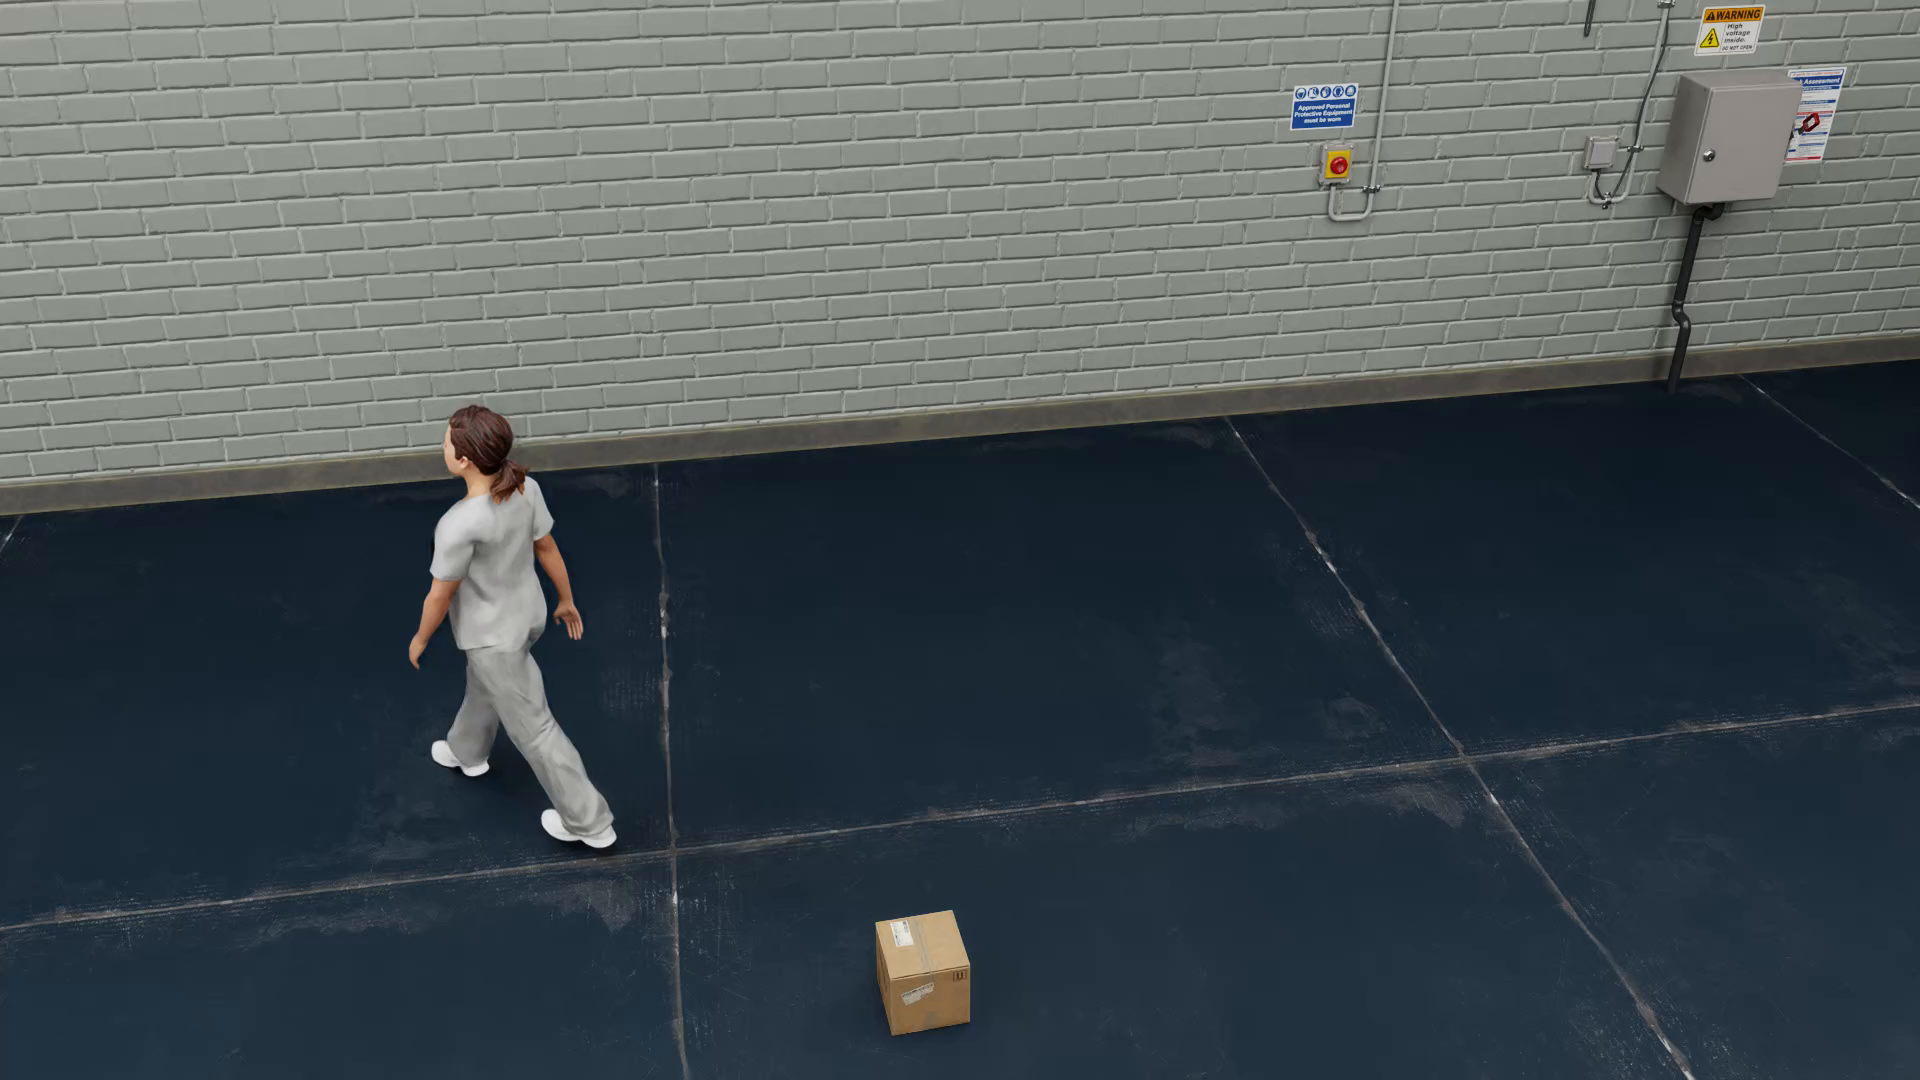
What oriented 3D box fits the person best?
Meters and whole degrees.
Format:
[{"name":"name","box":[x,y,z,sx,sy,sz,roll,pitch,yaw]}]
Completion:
[{"name":"person","box":[-1.631,0.274,5.650,0.945,1.625,0.480,11,33,18]}]
